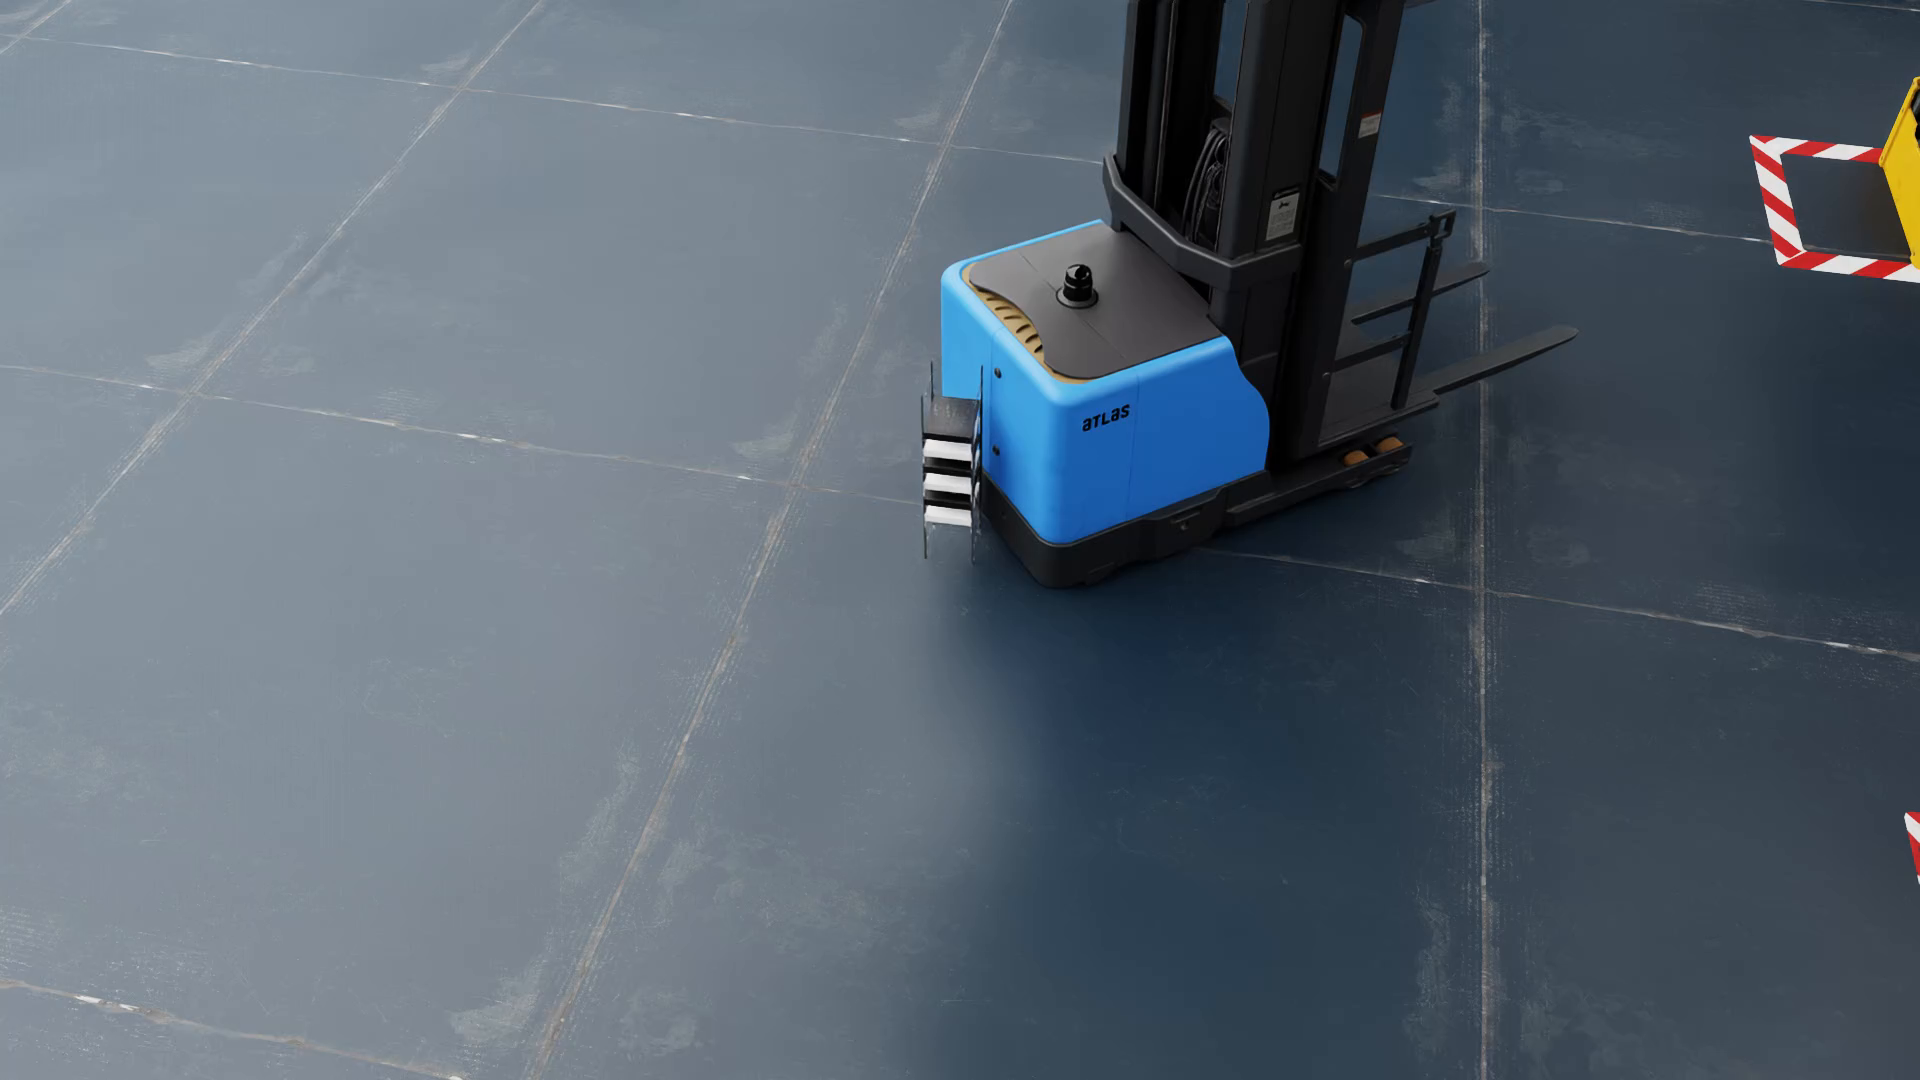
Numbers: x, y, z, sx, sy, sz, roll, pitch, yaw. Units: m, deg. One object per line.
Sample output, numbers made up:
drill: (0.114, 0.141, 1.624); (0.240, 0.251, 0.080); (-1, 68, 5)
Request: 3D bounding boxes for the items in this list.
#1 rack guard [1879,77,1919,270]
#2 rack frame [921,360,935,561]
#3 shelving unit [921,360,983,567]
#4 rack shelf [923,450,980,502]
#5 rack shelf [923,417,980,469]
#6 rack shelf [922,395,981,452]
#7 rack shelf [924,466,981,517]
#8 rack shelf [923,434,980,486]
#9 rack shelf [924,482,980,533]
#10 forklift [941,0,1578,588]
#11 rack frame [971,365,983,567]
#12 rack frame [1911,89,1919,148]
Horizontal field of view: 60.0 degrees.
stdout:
rack guard: (5.271, -1.951, 8.877); (0.348, 0.500, 1.175); (9, 45, 9)
rack frame: (-0.131, -0.316, 6.889); (0.006, 0.900, 0.240); (7, 44, 7)
shelving unit: (-0.030, -0.304, 6.877); (0.210, 0.900, 0.258); (7, 44, 7)
rack shelf: (-0.030, -0.280, 6.900); (0.200, 0.077, 0.258); (7, 44, 7)
rack shelf: (-0.030, -0.410, 6.775); (0.200, 0.077, 0.258); (7, 44, 7)
rack shelf: (-0.030, -0.475, 6.713); (0.200, 0.077, 0.258); (7, 44, 7)
rack shelf: (-0.030, -0.215, 6.963); (0.200, 0.077, 0.258); (7, 44, 7)
rack shelf: (-0.030, -0.345, 6.838); (0.200, 0.077, 0.258); (7, 44, 7)
rack shelf: (-0.030, -0.150, 7.025); (0.200, 0.077, 0.258); (7, 44, 7)
forklift: (1.453, -1.594, 6.752); (3.031, 2.935, 1.130); (-20, 47, -20)
rack frame: (0.070, -0.292, 6.865); (0.006, 0.900, 0.240); (7, 44, 7)
rack frame: (5.197, -2.863, 8.022); (0.127, 3.000, 1.000); (9, 45, 9)
